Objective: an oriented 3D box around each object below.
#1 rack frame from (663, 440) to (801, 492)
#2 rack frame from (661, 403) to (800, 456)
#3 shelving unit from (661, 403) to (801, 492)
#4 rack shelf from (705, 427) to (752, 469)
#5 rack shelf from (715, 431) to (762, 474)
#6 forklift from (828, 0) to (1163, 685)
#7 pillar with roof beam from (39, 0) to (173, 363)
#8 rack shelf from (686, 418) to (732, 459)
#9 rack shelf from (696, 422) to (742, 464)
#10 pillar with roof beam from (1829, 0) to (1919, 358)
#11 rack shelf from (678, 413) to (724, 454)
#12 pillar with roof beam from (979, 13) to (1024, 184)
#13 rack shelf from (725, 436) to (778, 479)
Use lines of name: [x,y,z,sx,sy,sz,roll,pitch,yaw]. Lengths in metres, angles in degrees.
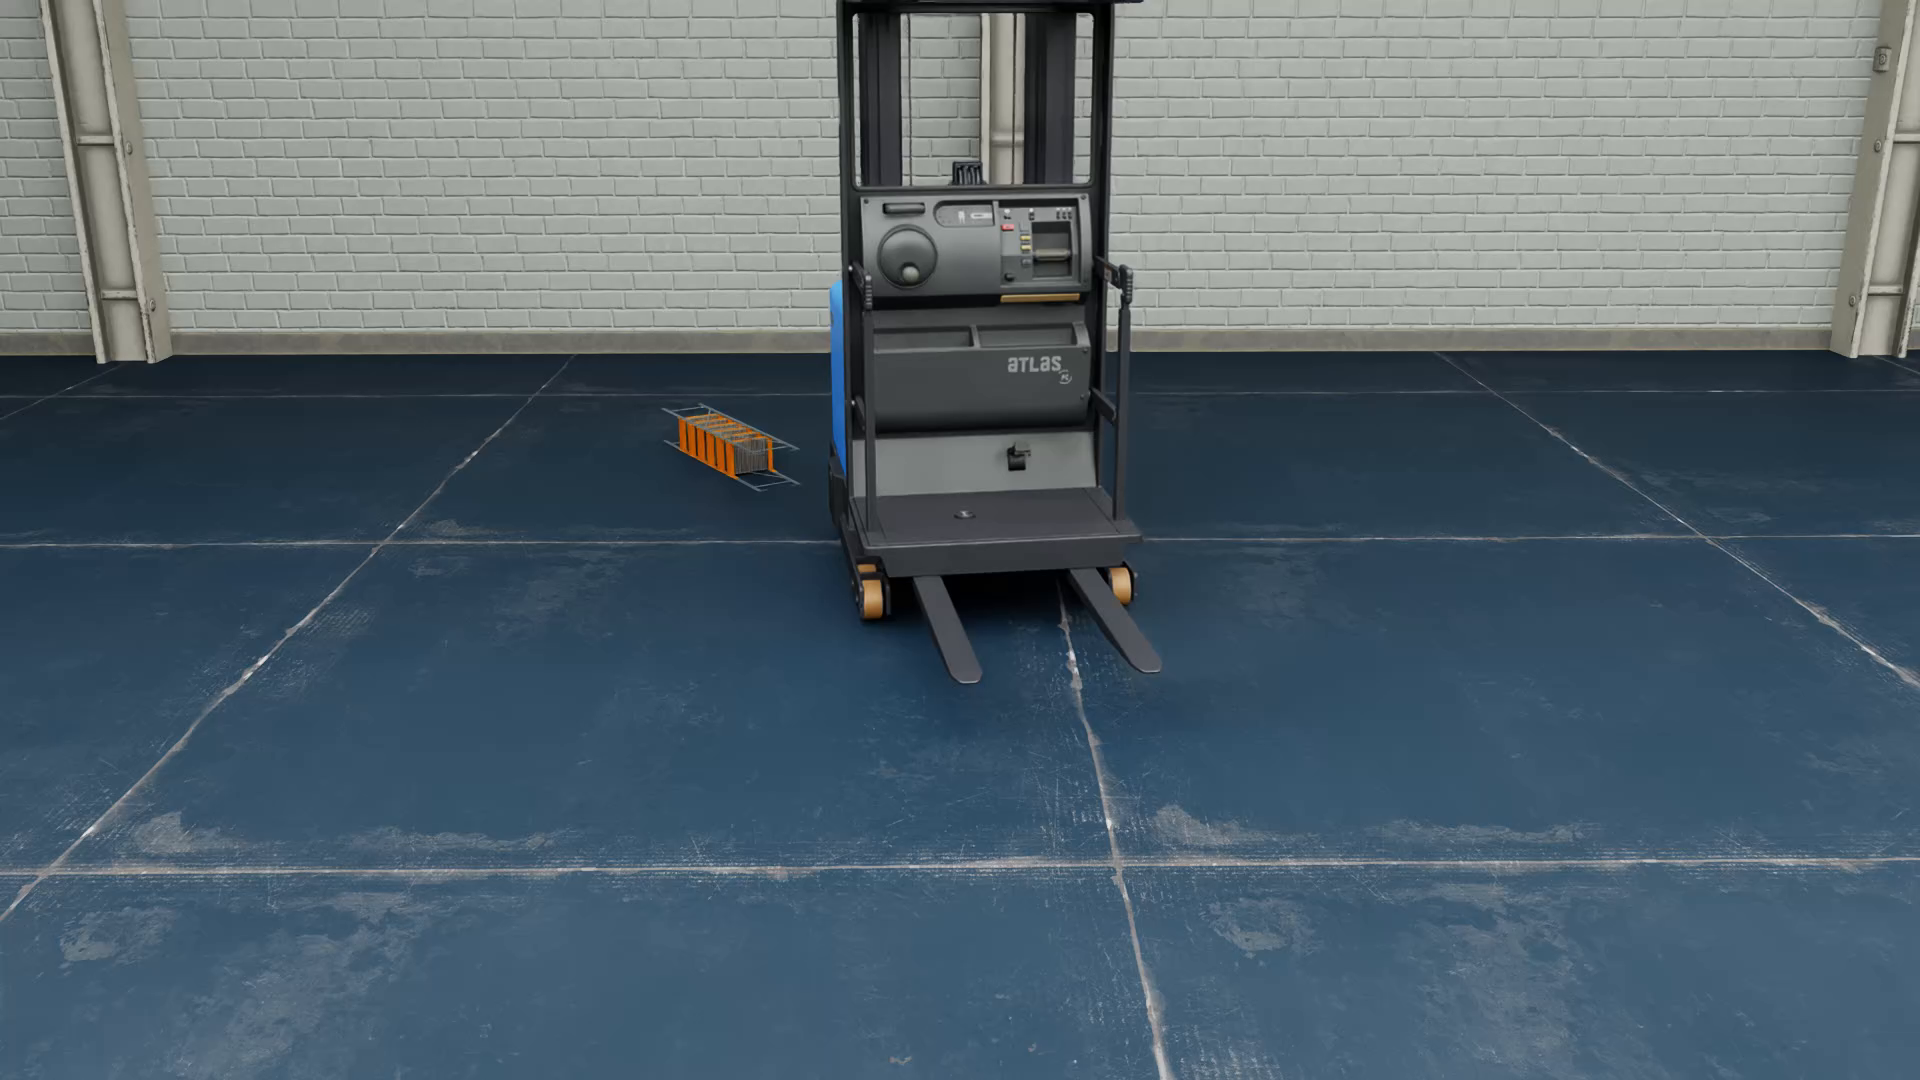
rack frame: [-1.228,-0.416,8.827,0.240,0.006,1.200,-11,21,-31]
rack frame: [-1.228,-0.590,8.771,0.240,0.006,1.200,-11,21,-31]
shelving unit: [-1.228,-0.503,8.799,0.258,0.189,1.200,-11,21,-31]
rack shelf: [-1.204,-0.492,8.763,0.258,0.180,0.103,-11,21,-31]
rack shelf: [-1.139,-0.461,8.667,0.258,0.180,0.103,-11,21,-31]
forklift: [0.102,-1.193,6.469,1.130,2.935,3.031,-3,18,-8]
pillar with roof beam: [-5.599,-4.218,5.966,0.400,9.000,9.100,0,18,-1]
rack shelf: [-1.334,-0.553,8.956,0.258,0.180,0.103,-11,21,-31]
rack shelf: [-1.269,-0.523,8.859,0.258,0.180,0.103,-11,21,-31]
pillar with roof beam: [6.399,-4.276,6.146,0.400,9.000,9.100,0,18,-1]
rack shelf: [-1.398,-0.584,9.052,0.258,0.180,0.103,-11,21,-31]
pillar with roof beam: [0.400,-4.247,6.056,0.400,9.000,9.100,0,18,-1]
rack shelf: [-1.074,-0.430,8.571,0.258,0.180,0.103,-11,21,-31]
